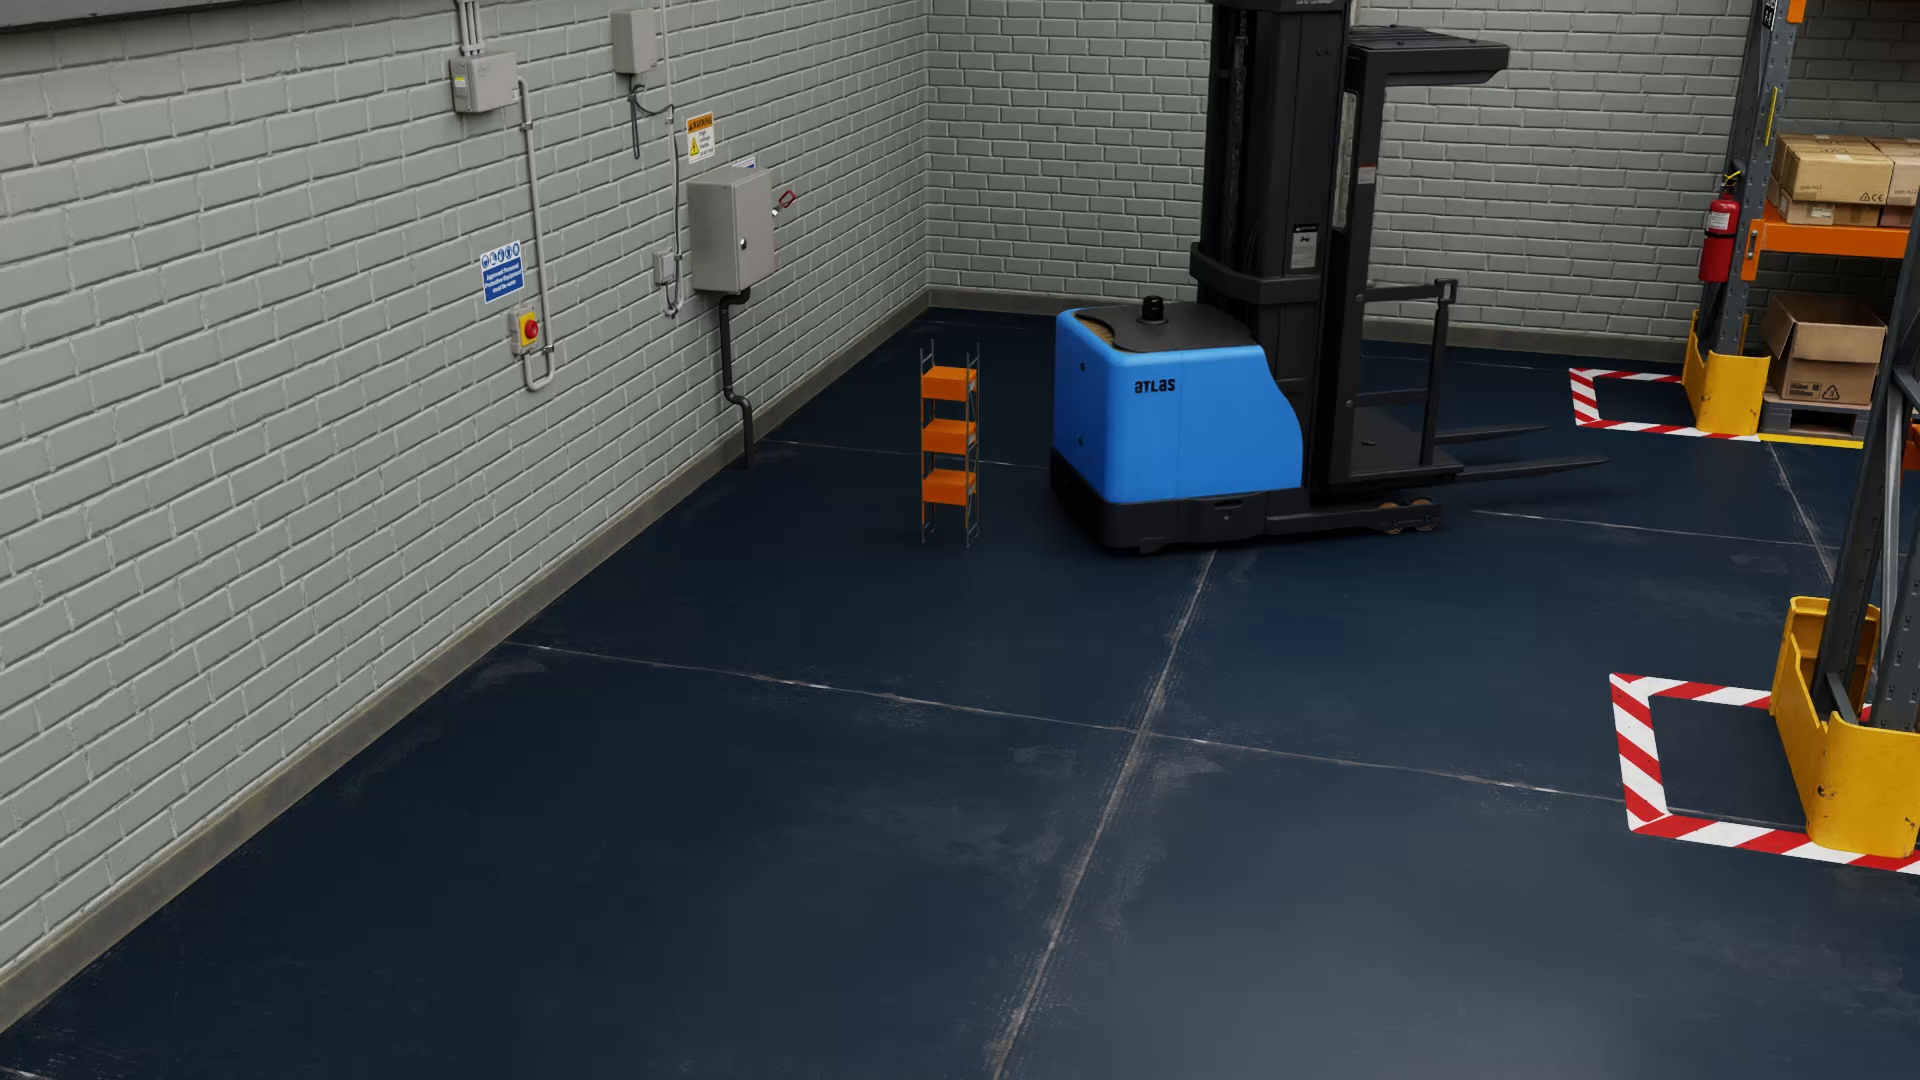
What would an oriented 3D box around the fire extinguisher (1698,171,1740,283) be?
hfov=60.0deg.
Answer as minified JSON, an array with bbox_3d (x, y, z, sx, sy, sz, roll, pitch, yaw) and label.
[{"bbox_3d":[4.611,-1.907,10.061,0.183,0.674,0.296,7,23,16],"label":"fire extinguisher"}]

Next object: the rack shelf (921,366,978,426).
[{"bbox_3d":[-0.051,-0.744,8.481,0.240,0.259,0.215,7,23,16],"label":"rack shelf"}]

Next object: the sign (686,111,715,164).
[{"bbox_3d":[-1.418,-2.205,9.105,0.001,0.242,0.339,7,23,16],"label":"sign"}]

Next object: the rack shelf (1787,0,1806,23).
[{"bbox_3d":[6.800,-3.103,9.378,4.000,0.370,1.077,7,23,16],"label":"rack shelf"}]

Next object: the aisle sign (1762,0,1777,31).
[{"bbox_3d":[4.735,-3.371,9.610,0.004,0.787,0.394,7,23,16],"label":"aisle sign"}]

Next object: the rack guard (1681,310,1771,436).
[{"bbox_3d":[4.958,-1.103,10.799,0.348,0.500,1.175,7,23,16],"label":"rack guard"}]

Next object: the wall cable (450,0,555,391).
[{"bbox_3d":[-1.950,-1.558,7.235,0.123,1.953,0.585,7,23,16],"label":"wall cable"}]

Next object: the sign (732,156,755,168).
[{"bbox_3d":[-1.260,-1.979,9.766,0.001,0.494,0.329,7,23,16],"label":"sign"}]

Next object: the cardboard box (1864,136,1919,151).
[{"bbox_3d":[5.895,-2.325,10.291,0.500,0.250,0.500,7,23,16],"label":"cardboard box"}]

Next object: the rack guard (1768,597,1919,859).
[{"bbox_3d":[3.432,0.690,6.429,0.348,0.500,1.175,7,23,16],"label":"rack guard"}]

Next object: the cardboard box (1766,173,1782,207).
[{"bbox_3d":[5.280,-2.212,10.542,0.250,0.149,0.380,6,23,15],"label":"cardboard box"}]

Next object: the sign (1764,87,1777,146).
[{"bbox_3d":[4.728,-2.471,9.700,0.005,0.325,0.100,7,23,16],"label":"sign"}]

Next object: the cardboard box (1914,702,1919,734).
[{"bbox_3d":[4.115,0.564,6.266,0.875,0.438,0.875,6,23,14],"label":"cardboard box"}]

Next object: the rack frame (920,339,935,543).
[{"bbox_3d":[-0.168,-0.505,8.618,0.008,1.050,0.200,7,23,16],"label":"rack frame"}]

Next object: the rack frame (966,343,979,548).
[{"bbox_3d":[0.066,-0.478,8.552,0.008,1.050,0.200,7,23,16],"label":"rack frame"}]

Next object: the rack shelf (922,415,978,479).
[{"bbox_3d":[-0.051,-0.482,8.589,0.240,0.259,0.215,7,23,16],"label":"rack shelf"}]

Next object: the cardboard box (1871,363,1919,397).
[{"bbox_3d":[5.839,-0.981,10.411,0.250,0.149,0.380,6,23,13],"label":"cardboard box"}]

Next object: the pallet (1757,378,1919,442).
[{"bbox_3d":[5.721,-0.882,10.642,1.213,0.211,1.003,7,23,16],"label":"pallet"}]

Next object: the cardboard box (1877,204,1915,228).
[{"bbox_3d":[5.639,-1.988,9.996,0.250,0.149,0.380,6,23,15],"label":"cardboard box"}]

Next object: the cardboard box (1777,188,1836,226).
[{"bbox_3d":[5.120,-2.016,10.062,0.250,0.149,0.380,6,23,15],"label":"cardboard box"}]

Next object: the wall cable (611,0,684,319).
[{"bbox_3d":[-1.552,-2.060,8.500,0.122,1.984,0.588,7,23,16],"label":"wall cable"}]

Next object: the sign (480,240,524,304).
[{"bbox_3d":[-2.023,-1.187,7.356,0.001,0.218,0.327,7,23,16],"label":"sign"}]

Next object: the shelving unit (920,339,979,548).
[{"bbox_3d":[-0.051,-0.492,8.585,0.252,1.050,0.215,7,23,16],"label":"shelving unit"}]

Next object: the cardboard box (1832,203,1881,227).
[{"bbox_3d":[5.377,-2.004,10.035,0.250,0.149,0.380,7,23,17],"label":"cardboard box"}]

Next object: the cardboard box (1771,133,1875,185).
[{"bbox_3d":[5.402,-2.382,10.429,0.500,0.250,0.500,7,23,17],"label":"cardboard box"}]

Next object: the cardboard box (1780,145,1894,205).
[{"bbox_3d":[5.241,-2.188,9.957,0.500,0.250,0.500,7,23,16],"label":"cardboard box"}]

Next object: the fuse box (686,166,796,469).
[{"bbox_3d":[-1.204,-1.224,9.500,0.414,1.711,0.539,7,23,16],"label":"fuse box"}]

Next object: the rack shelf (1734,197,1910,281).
[{"bbox_3d":[6.800,-1.715,9.947,4.000,0.370,1.077,7,23,16],"label":"rack shelf"}]

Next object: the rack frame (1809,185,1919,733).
[{"bbox_3d":[3.455,-0.464,5.948,0.127,3.000,1.000,7,23,16],"label":"rack frame"}]

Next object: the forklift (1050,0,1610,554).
[{"bbox_3d":[2.078,-1.573,8.744,3.031,2.935,1.130,-6,23,-13],"label":"forklift"}]

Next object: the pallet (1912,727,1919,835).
[{"bbox_3d":[4.243,0.886,6.333,1.213,0.211,1.003,7,23,16],"label":"pallet"}]

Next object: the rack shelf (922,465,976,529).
[{"bbox_3d":[-0.051,-0.225,8.695,0.240,0.259,0.215,7,23,16],"label":"rack shelf"}]

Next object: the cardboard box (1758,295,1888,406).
[{"bbox_3d":[5.443,-1.205,10.492,0.637,0.503,0.797,6,23,13],"label":"cardboard box"}]

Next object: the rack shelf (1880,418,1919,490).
[{"bbox_3d":[5.369,0.088,5.550,4.000,0.370,1.077,7,23,16],"label":"rack shelf"}]

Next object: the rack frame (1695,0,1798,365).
[{"bbox_3d":[4.885,-2.267,10.345,0.127,3.000,1.000,7,23,16],"label":"rack frame"}]

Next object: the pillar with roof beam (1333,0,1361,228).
[{"bbox_3d":[1.320,-4.102,6.913,0.400,9.000,9.100,7,23,16],"label":"pillar with roof beam"}]

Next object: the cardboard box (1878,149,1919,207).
[{"bbox_3d":[5.724,-2.133,9.823,0.500,0.250,0.500,7,23,16],"label":"cardboard box"}]
